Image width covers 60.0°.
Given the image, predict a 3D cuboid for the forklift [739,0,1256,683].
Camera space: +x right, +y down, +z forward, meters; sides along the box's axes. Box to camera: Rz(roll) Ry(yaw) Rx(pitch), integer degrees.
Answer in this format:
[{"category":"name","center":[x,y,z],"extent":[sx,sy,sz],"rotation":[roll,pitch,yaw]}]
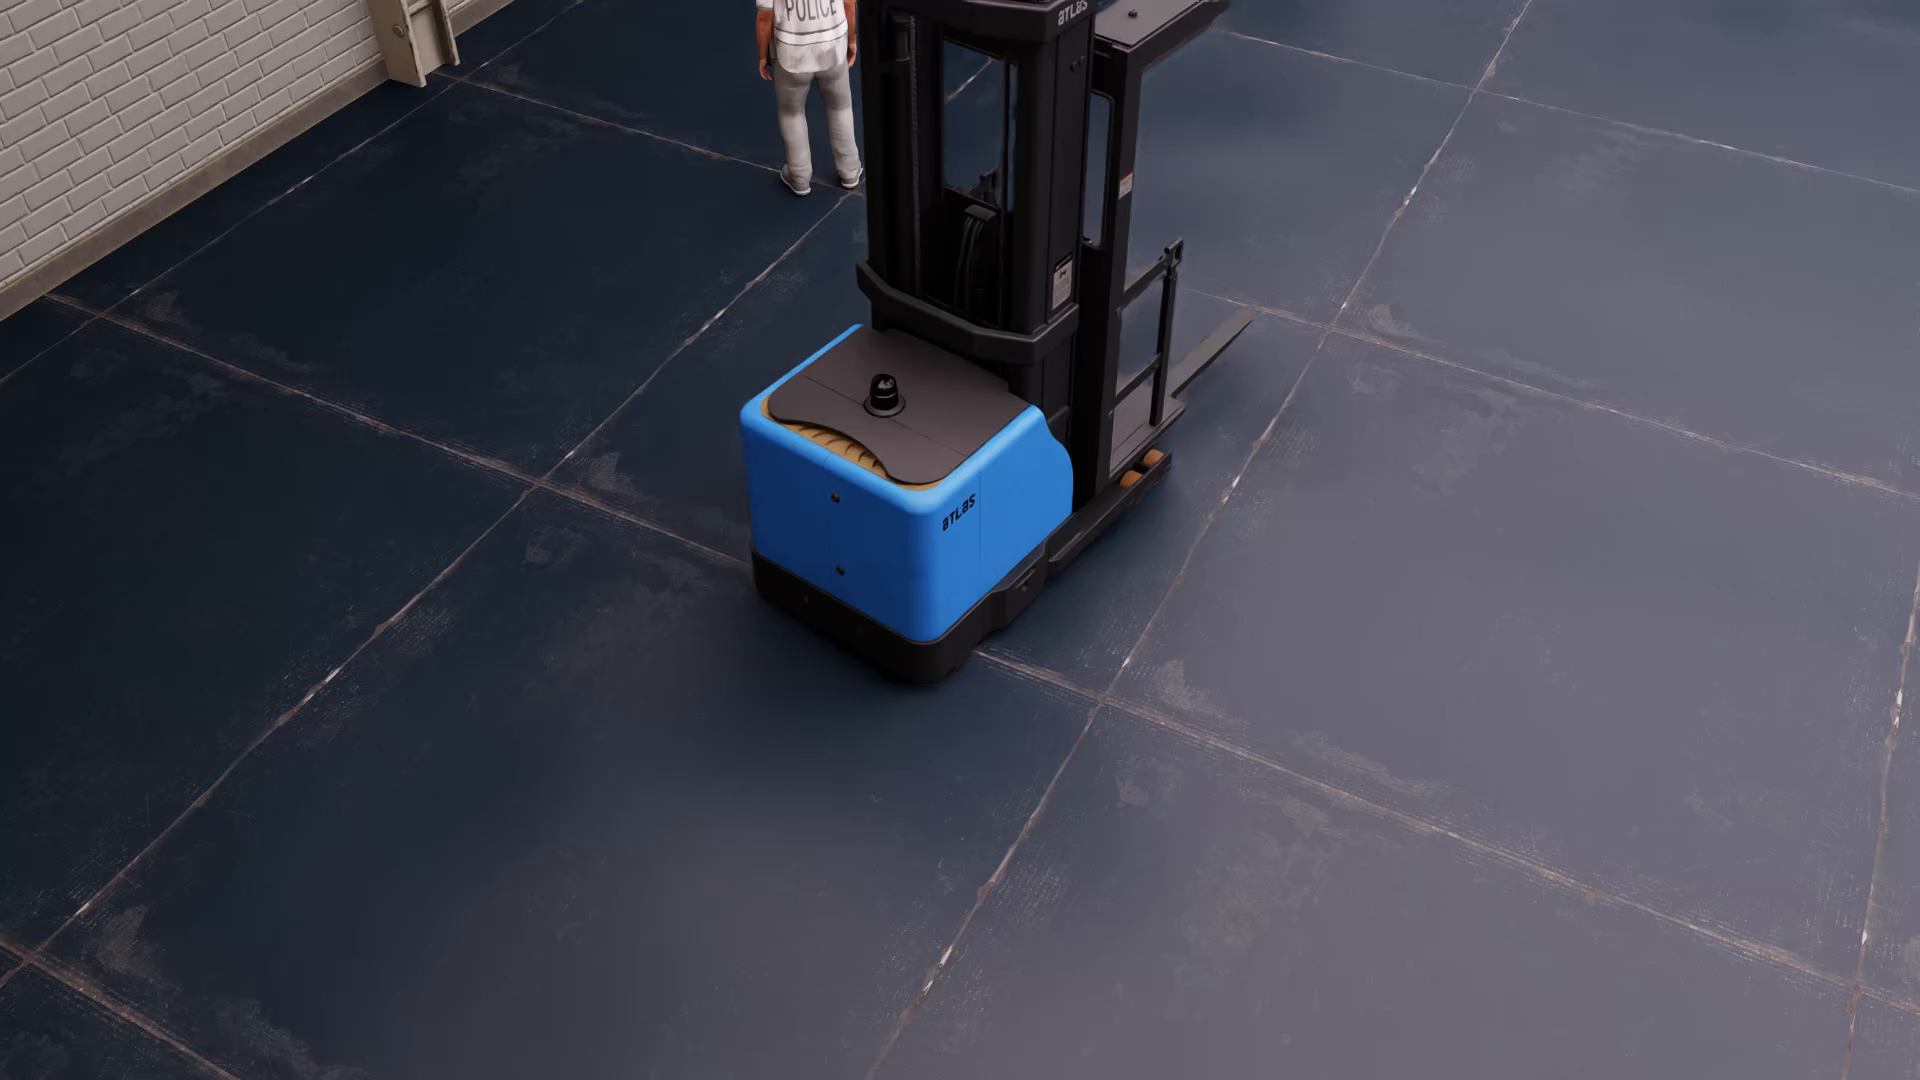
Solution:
[{"category":"forklift","center":[0.370,-1.421,7.162],"extent":[1.130,2.935,3.031],"rotation":[28,50,26]}]

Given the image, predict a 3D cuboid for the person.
[{"category":"person","center":[-0.856,-2.785,9.471],"extent":[0.604,1.747,0.443],"rotation":[-12,45,-12]}]
